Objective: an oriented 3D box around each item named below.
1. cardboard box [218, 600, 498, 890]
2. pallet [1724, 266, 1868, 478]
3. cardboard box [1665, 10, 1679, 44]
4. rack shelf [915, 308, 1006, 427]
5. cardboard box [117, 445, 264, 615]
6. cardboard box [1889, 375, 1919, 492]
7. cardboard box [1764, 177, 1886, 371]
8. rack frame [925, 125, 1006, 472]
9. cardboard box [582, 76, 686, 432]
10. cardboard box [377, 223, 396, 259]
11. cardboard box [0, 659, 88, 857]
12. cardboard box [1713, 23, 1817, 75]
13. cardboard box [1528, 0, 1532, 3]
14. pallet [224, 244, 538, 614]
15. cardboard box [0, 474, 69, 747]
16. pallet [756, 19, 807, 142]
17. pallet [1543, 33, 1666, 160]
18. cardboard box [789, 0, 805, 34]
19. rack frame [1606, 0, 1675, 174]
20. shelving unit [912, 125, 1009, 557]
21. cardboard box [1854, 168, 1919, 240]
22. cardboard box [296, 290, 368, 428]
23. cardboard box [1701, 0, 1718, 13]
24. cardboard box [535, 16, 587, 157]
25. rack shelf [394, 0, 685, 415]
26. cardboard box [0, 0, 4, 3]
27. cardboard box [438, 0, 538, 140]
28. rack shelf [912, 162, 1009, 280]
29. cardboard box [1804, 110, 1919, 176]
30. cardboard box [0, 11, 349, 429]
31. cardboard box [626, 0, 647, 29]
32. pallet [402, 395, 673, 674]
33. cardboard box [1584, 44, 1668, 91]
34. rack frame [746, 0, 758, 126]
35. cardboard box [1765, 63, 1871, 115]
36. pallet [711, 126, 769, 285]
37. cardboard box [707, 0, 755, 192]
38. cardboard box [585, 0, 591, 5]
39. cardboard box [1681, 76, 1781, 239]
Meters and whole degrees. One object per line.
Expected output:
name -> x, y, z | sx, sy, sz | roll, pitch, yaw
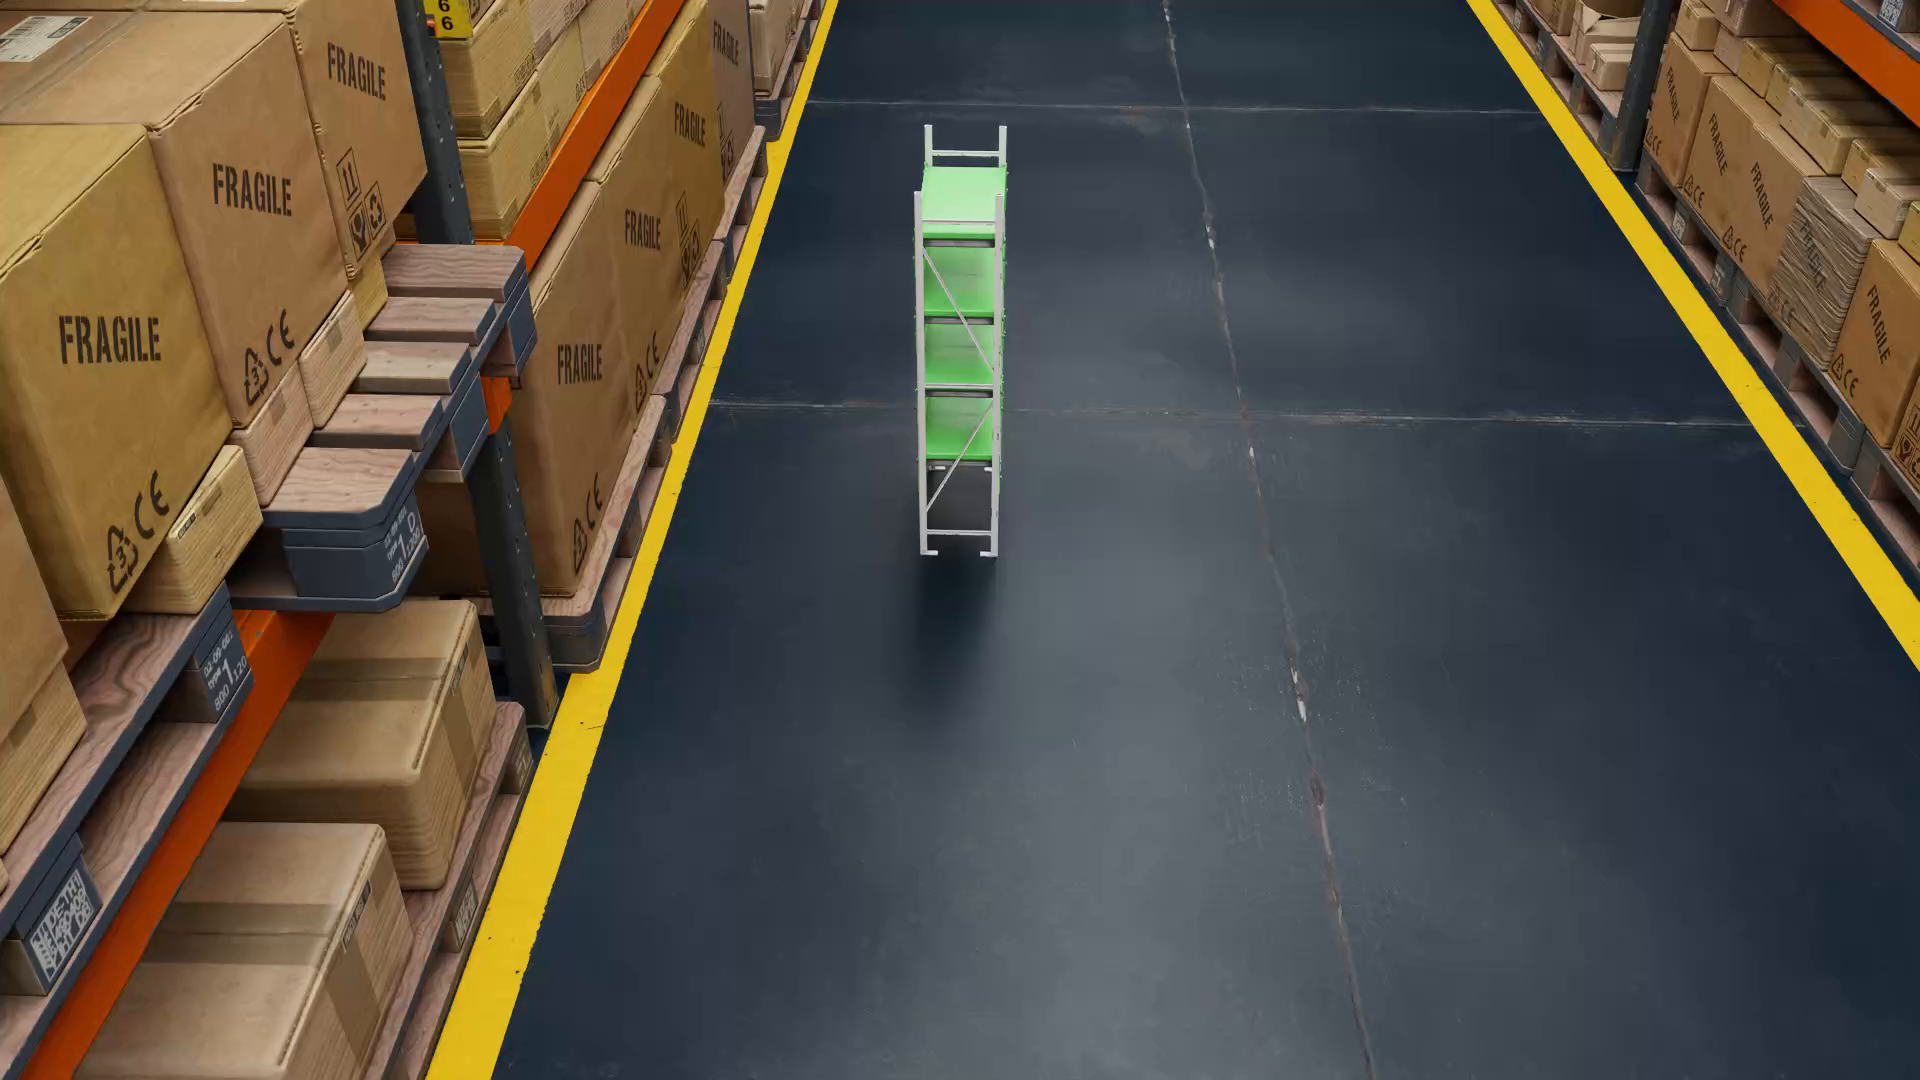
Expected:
cardboard box -> -1.644, 0.475, 3.886 | 0.950, 0.372, 0.625 | -1, 35, -1
pallet -> 3.468, -0.627, 5.958 | 1.003, 0.211, 1.213 | 1, 35, 2
cardboard box -> 3.789, -2.567, 8.409 | 0.380, 0.149, 0.250 | 1, 35, 1
rack shelf -> 0.007, -0.534, 5.077 | 0.258, 0.148, 0.480 | 1, 35, 2
cardboard box -> -1.308, -0.024, 2.529 | 0.380, 0.149, 0.250 | 2, 35, 3
cardboard box -> 3.181, -0.325, 4.912 | 0.500, 0.500, 0.500 | 1, 35, 1
cardboard box -> 3.202, -0.925, 5.765 | 0.500, 0.500, 0.500 | 0, 35, 0
rack frame -> 0.016, -0.726, 5.240 | 0.240, 1.200, 0.015 | 1, 35, 2
cardboard box -> -1.460, -0.963, 5.494 | 0.875, 0.875, 0.875 | 2, 35, 2
cardboard box -> -1.389, -0.628, 3.389 | 0.380, 0.149, 0.250 | 3, 35, 4
cardboard box -> -1.372, 0.264, 2.119 | 0.380, 0.149, 0.250 | 0, 35, 0
cardboard box -> 3.295, -1.992, 6.721 | 0.380, 0.149, 0.250 | 0, 35, 1
cardboard box -> 3.356, -3.245, 9.067 | 0.500, 0.500, 0.500 | 2, 35, 3
pallet -> -1.533, -0.263, 3.182 | 1.213, 0.211, 1.003 | 1, 35, 2
cardboard box -> -1.404, 0.081, 1.815 | 0.500, 0.500, 0.500 | 0, 35, 0
pallet -> -1.342, -2.345, 8.404 | 1.003, 0.211, 1.213 | 1, 35, 2
pallet -> 3.538, -2.192, 8.186 | 1.003, 0.211, 1.213 | 1, 35, 2
cardboard box -> -1.283, -3.047, 8.840 | 0.875, 0.438, 0.875 | 0, 35, 0
rack frame -> 3.509, -2.939, 6.823 | 1.000, 3.000, 0.127 | 1, 35, 2
shelving unit -> 0.007, -0.586, 5.040 | 0.258, 1.200, 0.503 | 1, 35, 2
cardboard box -> 3.197, -1.106, 5.459 | 0.380, 0.149, 0.250 | 0, 35, 0
cardboard box -> -1.293, -0.327, 2.960 | 0.380, 0.149, 0.250 | 1, 35, 1
cardboard box -> 3.290, -2.274, 6.862 | 0.380, 0.149, 0.250 | 1, 35, 1
cardboard box -> -1.337, -1.263, 4.568 | 0.500, 0.250, 0.500 | 0, 35, 1
rack shelf -> -1.531, -1.608, 5.555 | 1.077, 0.370, 4.000 | 1, 35, 2
cardboard box -> -1.861, -0.834, 3.118 | 0.500, 0.500, 0.500 | 0, 35, 1
cardboard box -> -1.344, -1.182, 4.018 | 0.500, 0.250, 0.500 | 1, 35, 2
rack shelf -> 0.007, -0.926, 4.801 | 0.258, 0.148, 0.480 | 1, 35, 2
cardboard box -> 3.239, -1.402, 5.880 | 0.380, 0.149, 0.250 | 3, 35, 4
cardboard box -> -1.362, -0.523, 2.674 | 0.500, 0.500, 0.500 | 1, 35, 1
cardboard box -> -1.294, -1.847, 5.400 | 0.500, 0.250, 0.500 | 1, 35, 2
pallet -> -1.504, -0.063, 5.157 | 1.003, 0.211, 1.213 | 1, 35, 2
cardboard box -> 3.238, -2.271, 7.987 | 0.380, 0.149, 0.250 | 0, 35, 0
rack frame -> -1.451, -3.051, 6.983 | 1.000, 3.000, 0.127 | 1, 35, 2
cardboard box -> 3.299, -1.687, 6.286 | 0.380, 0.149, 0.250 | 1, 35, 1
pallet -> -1.406, -1.465, 7.151 | 1.003, 0.211, 1.213 | 1, 35, 2
cardboard box -> -1.396, -1.996, 6.964 | 0.875, 0.875, 0.875 | 2, 35, 3
cardboard box -> -1.290, -1.765, 4.848 | 0.500, 0.250, 0.500 | 1, 35, 2
cardboard box -> 3.253, -1.509, 6.597 | 0.500, 0.500, 0.500 | 1, 35, 1
